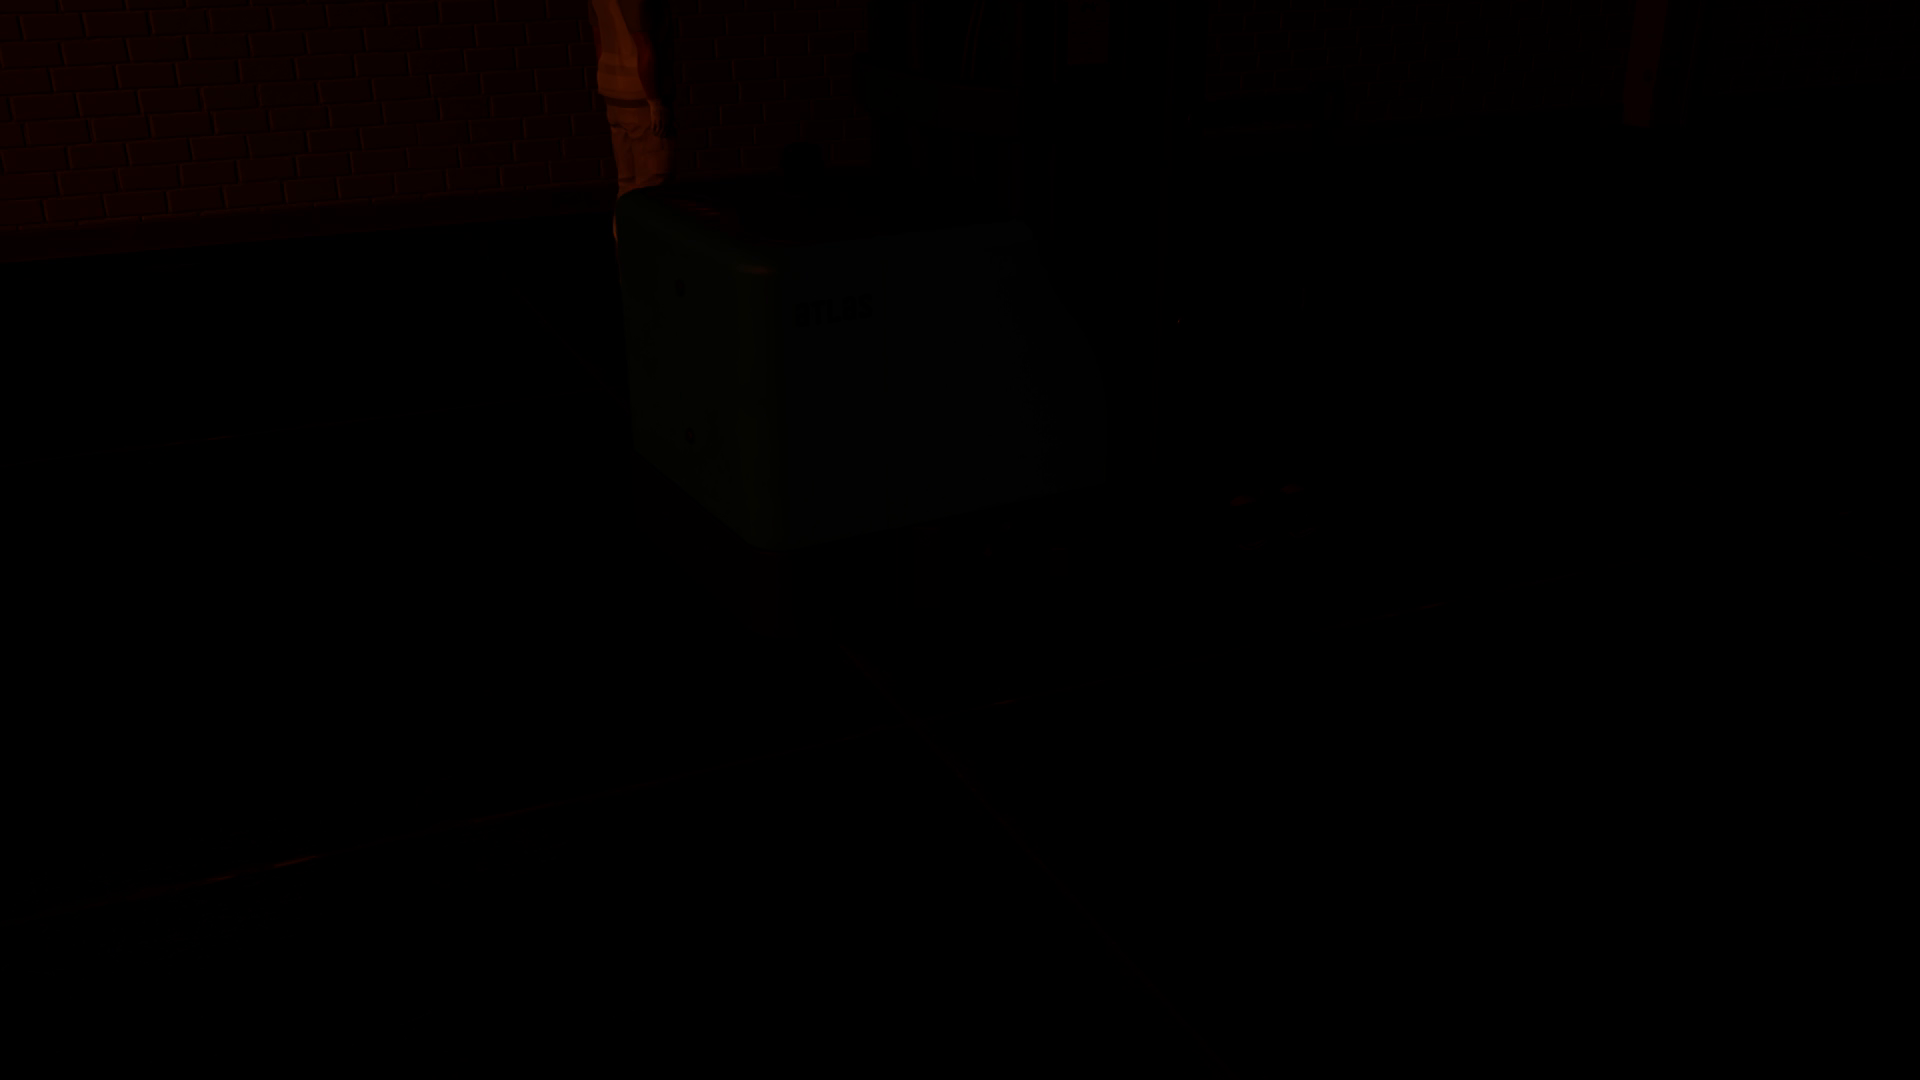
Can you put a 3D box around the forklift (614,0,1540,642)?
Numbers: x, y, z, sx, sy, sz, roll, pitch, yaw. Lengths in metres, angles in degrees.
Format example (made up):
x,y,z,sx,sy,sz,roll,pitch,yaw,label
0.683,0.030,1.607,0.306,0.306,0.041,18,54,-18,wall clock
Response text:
x,y,z,sx,sy,sz,roll,pitch,yaw,label
0.543,-1.484,4.857,3.031,2.935,1.130,-13,26,-28,forklift

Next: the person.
x,y,z,sx,sy,sz,roll,pitch,yaw,label
-1.437,-1.985,7.552,0.367,1.795,0.525,-15,27,-32,person
